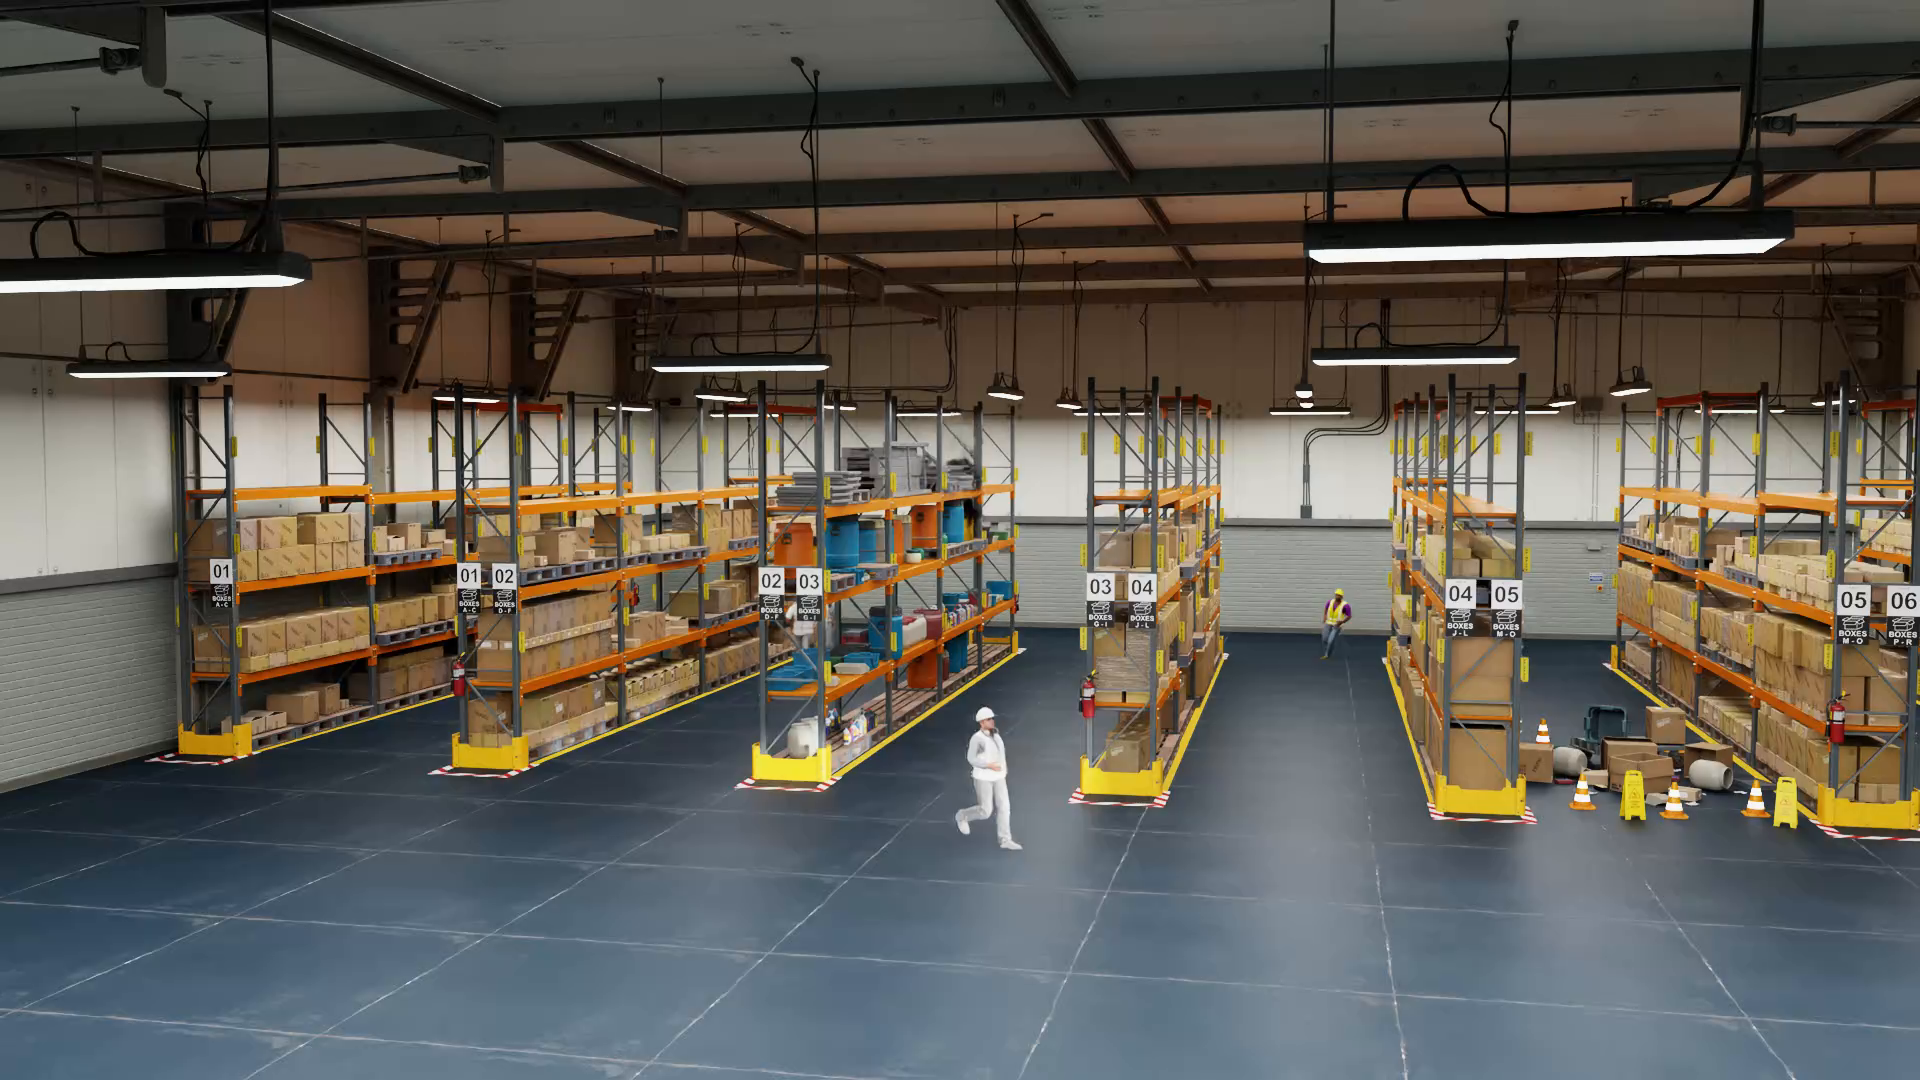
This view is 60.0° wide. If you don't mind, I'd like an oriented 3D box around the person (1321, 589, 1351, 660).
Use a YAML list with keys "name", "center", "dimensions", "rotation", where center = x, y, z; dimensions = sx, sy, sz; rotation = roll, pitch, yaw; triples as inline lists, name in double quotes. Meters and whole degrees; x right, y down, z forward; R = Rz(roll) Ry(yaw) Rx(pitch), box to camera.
- name: "person"
  center: [8.839, 1.986, 39.030]
  dimensions: [0.759, 1.690, 0.597]
  rotation: [3, 4, 40]

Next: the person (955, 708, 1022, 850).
- name: "person"
  center: [0.374, 2.962, 20.770]
  dimensions: [0.971, 1.741, 0.676]
  rotation: [3, 4, 41]

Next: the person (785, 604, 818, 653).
- name: "person"
  center: [-3.234, 1.930, 34.011]
  dimensions: [0.700, 1.791, 0.813]
  rotation: [0, 3, 4]

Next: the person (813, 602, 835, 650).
- name: "person"
  center: [-2.921, 1.876, 35.414]
  dimensions: [0.662, 1.816, 0.593]
  rotation: [0, 3, 7]
